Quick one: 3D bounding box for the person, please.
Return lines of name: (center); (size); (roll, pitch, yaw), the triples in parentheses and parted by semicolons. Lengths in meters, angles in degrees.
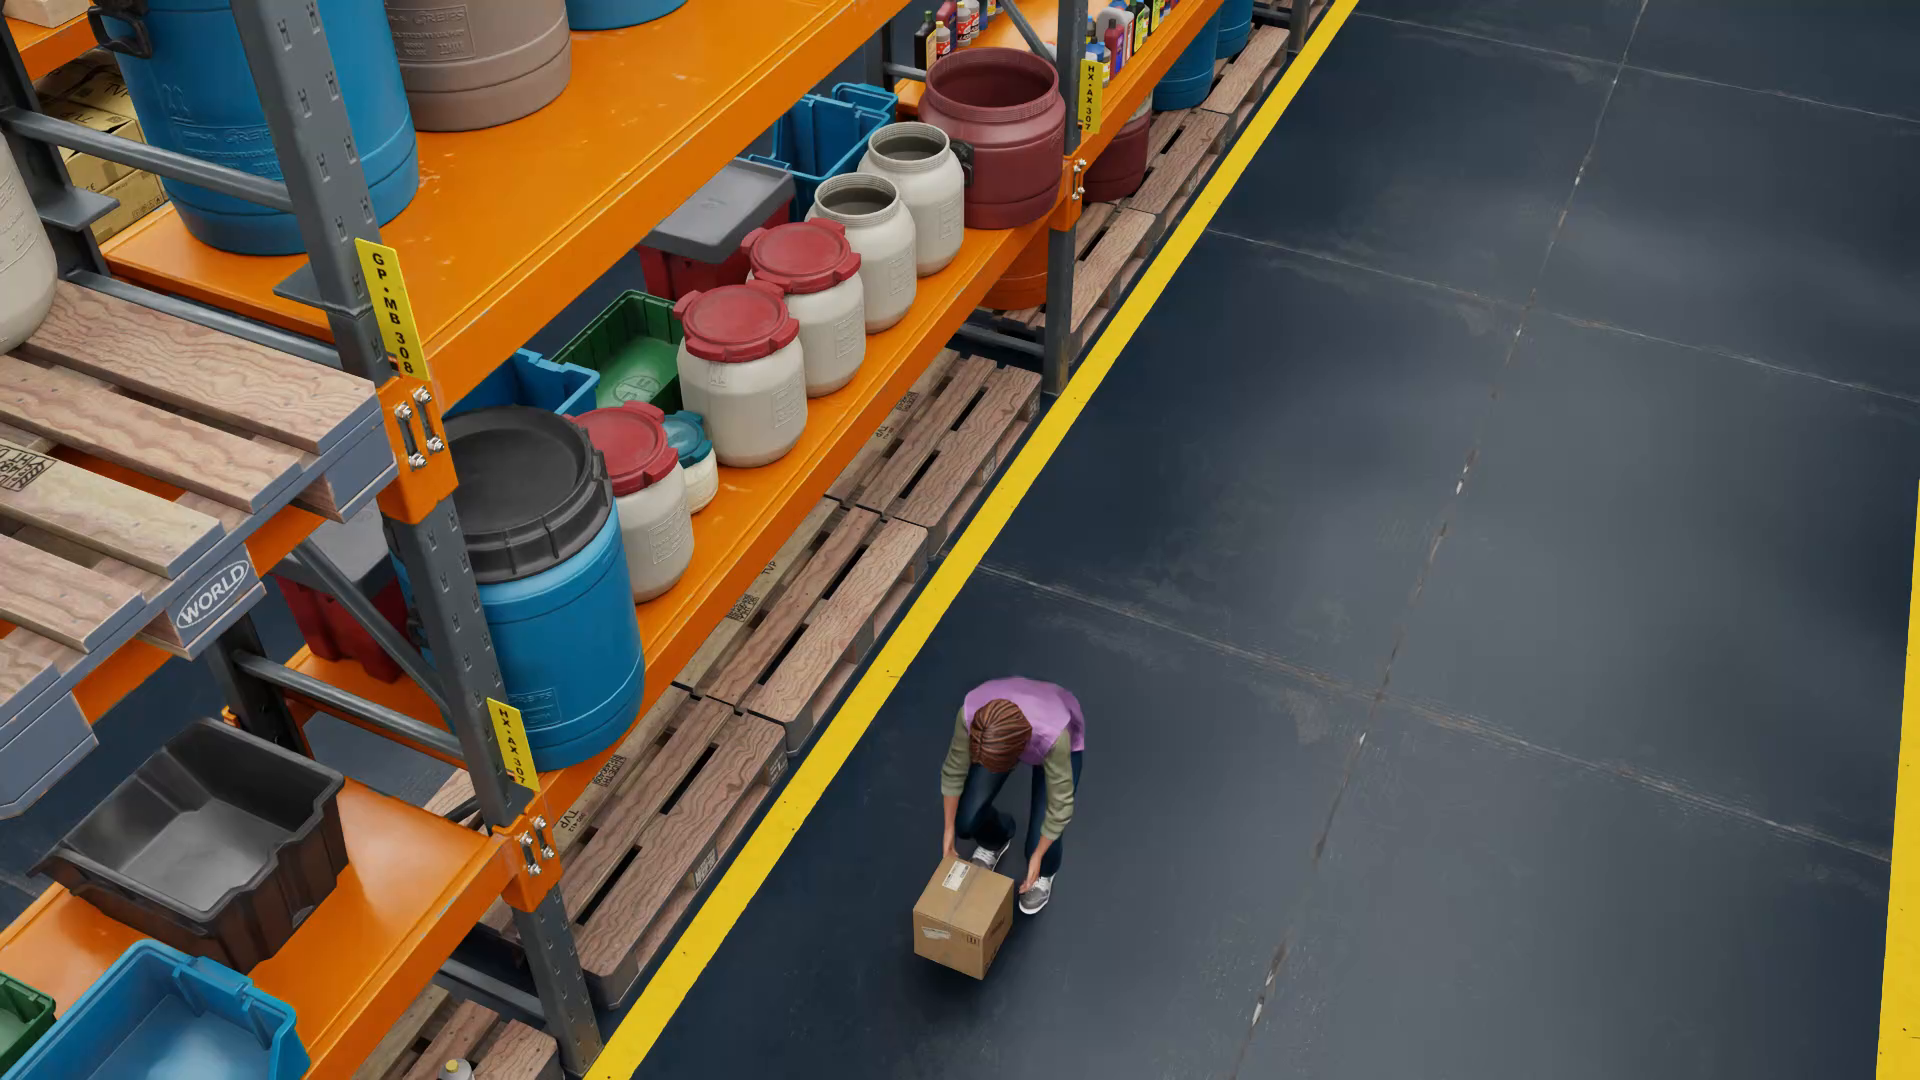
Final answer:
person: (0.210, 0.810, 5.591); (0.464, 1.190, 0.710); (18, 45, 18)
